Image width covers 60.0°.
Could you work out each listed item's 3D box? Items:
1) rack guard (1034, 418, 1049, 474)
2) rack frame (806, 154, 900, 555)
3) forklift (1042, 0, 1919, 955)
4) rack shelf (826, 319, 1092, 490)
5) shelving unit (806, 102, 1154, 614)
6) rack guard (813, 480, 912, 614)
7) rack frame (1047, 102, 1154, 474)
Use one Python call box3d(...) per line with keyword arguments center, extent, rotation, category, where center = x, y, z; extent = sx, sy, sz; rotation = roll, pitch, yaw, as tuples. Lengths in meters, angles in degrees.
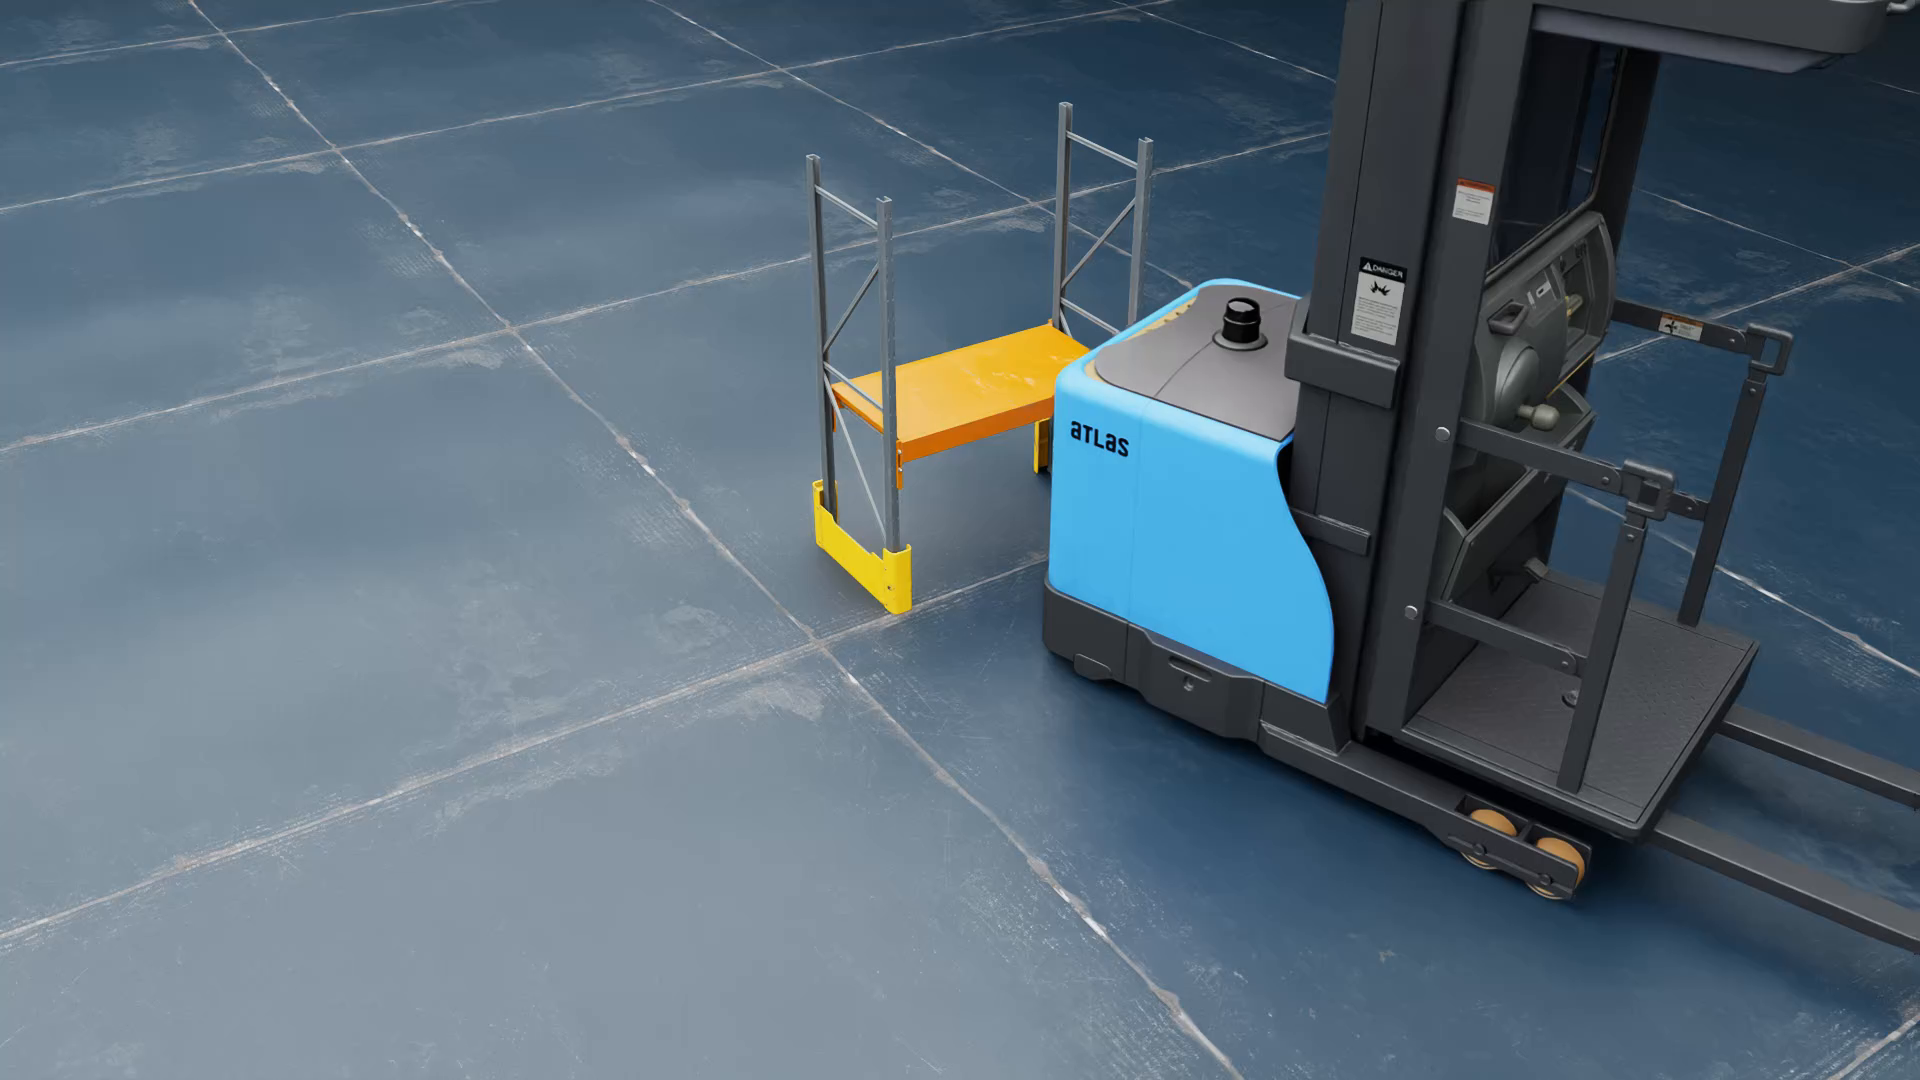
box3d(center=(0.483, -0.272, 6.446), extent=(0.087, 0.250, 0.587), rotation=(-19, 37, -27), category="rack guard")
box3d(center=(-0.356, -0.512, 5.656), extent=(0.032, 1.500, 0.500), rotation=(-19, 37, -27), category="rack frame")
box3d(center=(1.746, -0.558, 4.387), extent=(3.031, 2.935, 1.130), rotation=(23, 39, 32), category="forklift")
box3d(center=(0.072, -0.507, 5.985), extent=(1.000, 0.185, 0.538), rotation=(-19, 37, -27), category="rack shelf")
box3d(center=(0.064, -0.656, 5.885), extent=(1.083, 1.500, 0.587), rotation=(-19, 37, -27), category="shelving unit")
box3d(center=(-0.355, 0.016, 5.990), extent=(0.087, 0.250, 0.587), rotation=(-19, 37, -27), category="rack guard")
box3d(center=(0.499, -0.806, 6.122), extent=(0.032, 1.500, 0.500), rotation=(-19, 37, -27), category="rack frame")
